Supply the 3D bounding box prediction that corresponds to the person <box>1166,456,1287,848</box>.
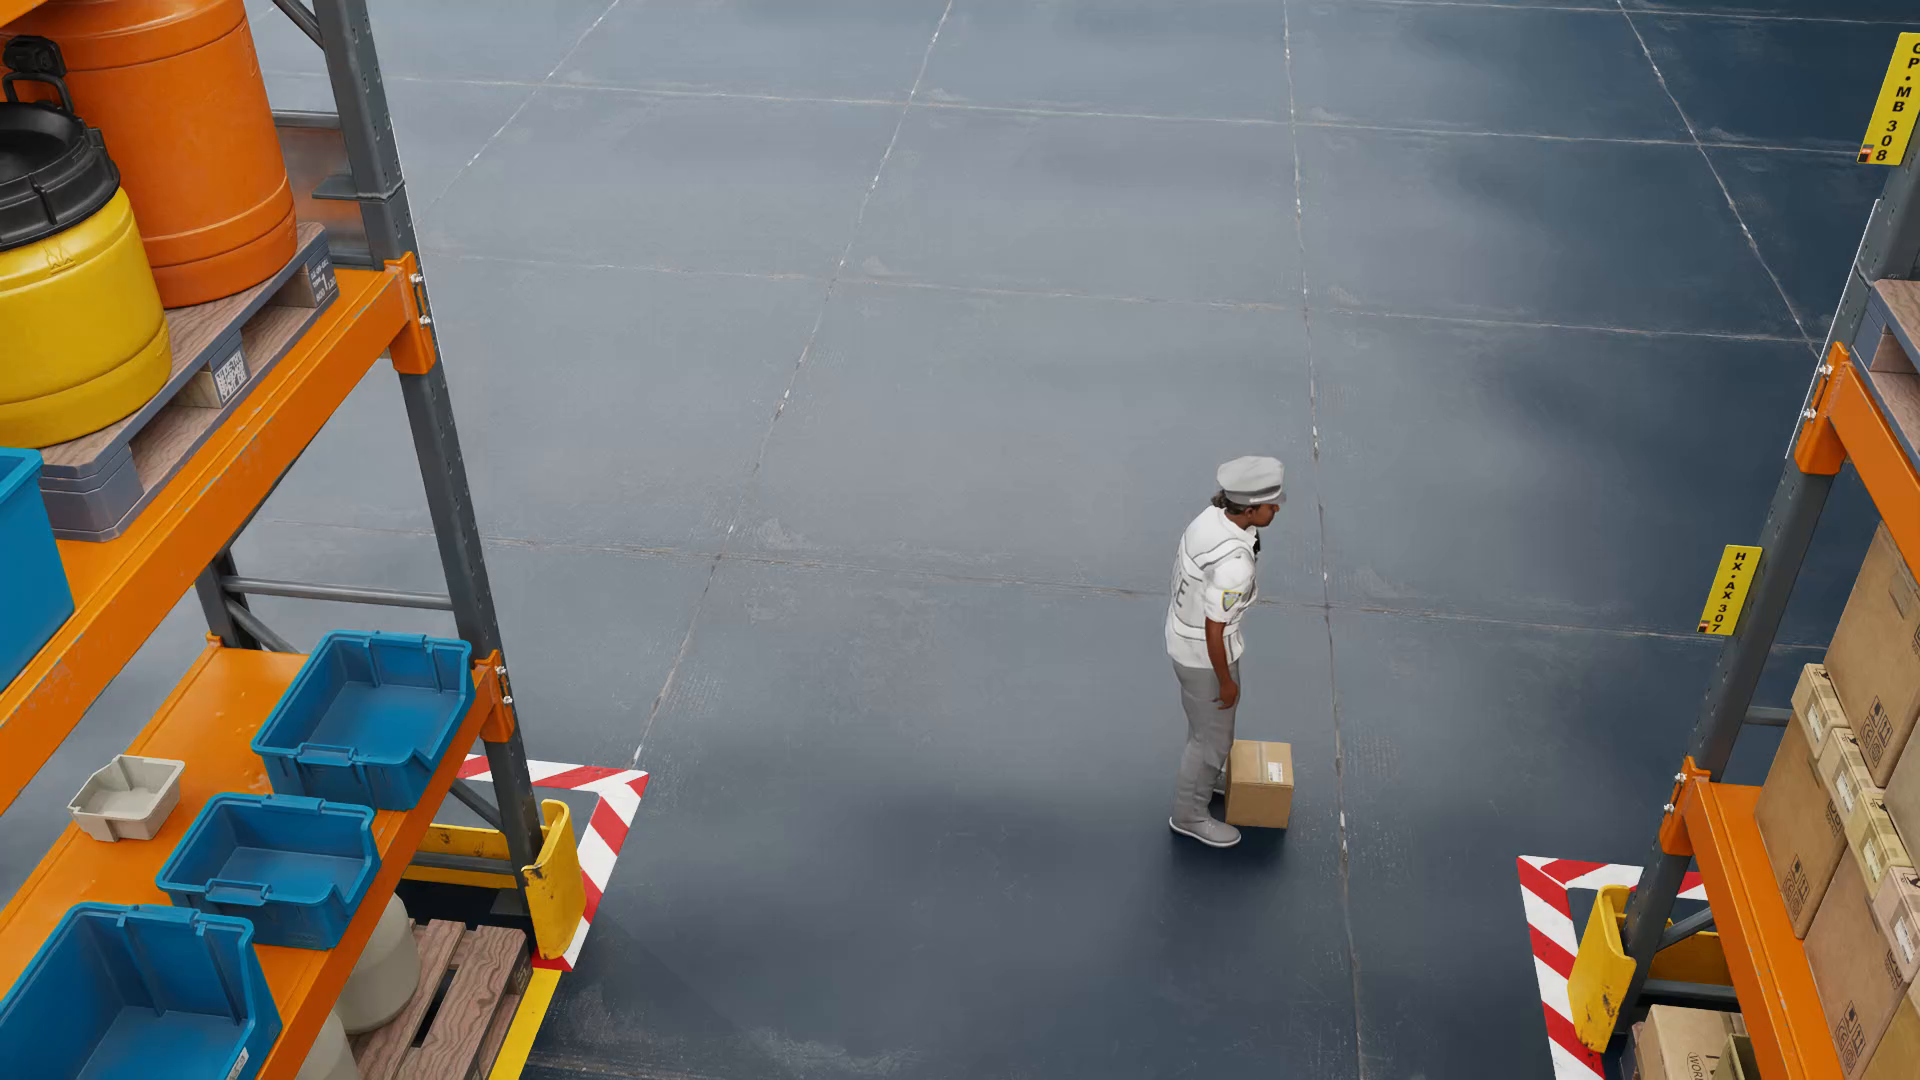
[{"bbox_3d":[1.010,0.423,6.461,0.423,1.663,0.532,2,36,3],"label":"person"}]
